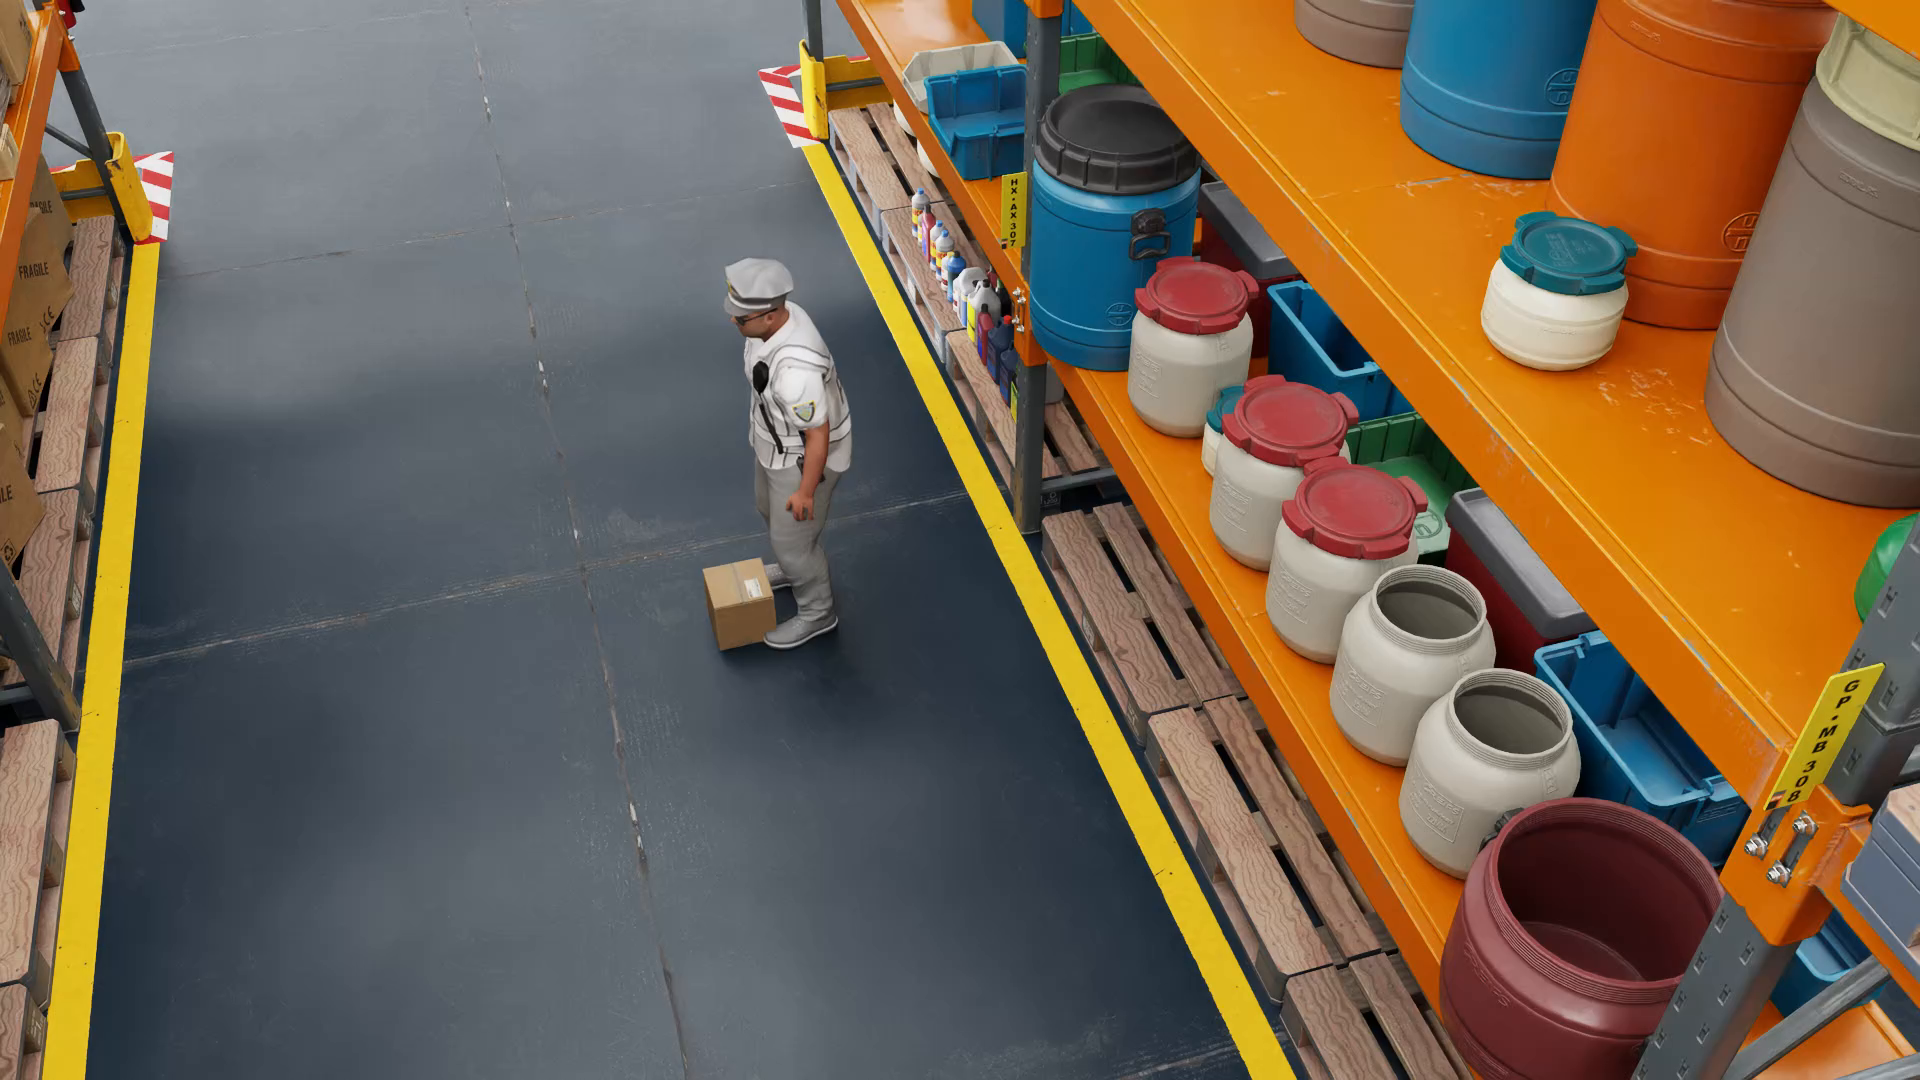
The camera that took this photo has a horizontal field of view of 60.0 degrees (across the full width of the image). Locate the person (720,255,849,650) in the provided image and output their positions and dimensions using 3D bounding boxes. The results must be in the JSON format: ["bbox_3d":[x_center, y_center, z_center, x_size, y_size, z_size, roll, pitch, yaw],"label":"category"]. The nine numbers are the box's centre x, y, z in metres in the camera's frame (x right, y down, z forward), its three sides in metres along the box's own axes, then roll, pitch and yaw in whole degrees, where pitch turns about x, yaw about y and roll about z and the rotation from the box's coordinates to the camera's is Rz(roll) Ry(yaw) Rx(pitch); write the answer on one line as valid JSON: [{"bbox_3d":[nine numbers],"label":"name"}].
[{"bbox_3d":[-0.664,-0.350,6.543,0.433,1.748,0.584,-12,43,-13],"label":"person"}]
